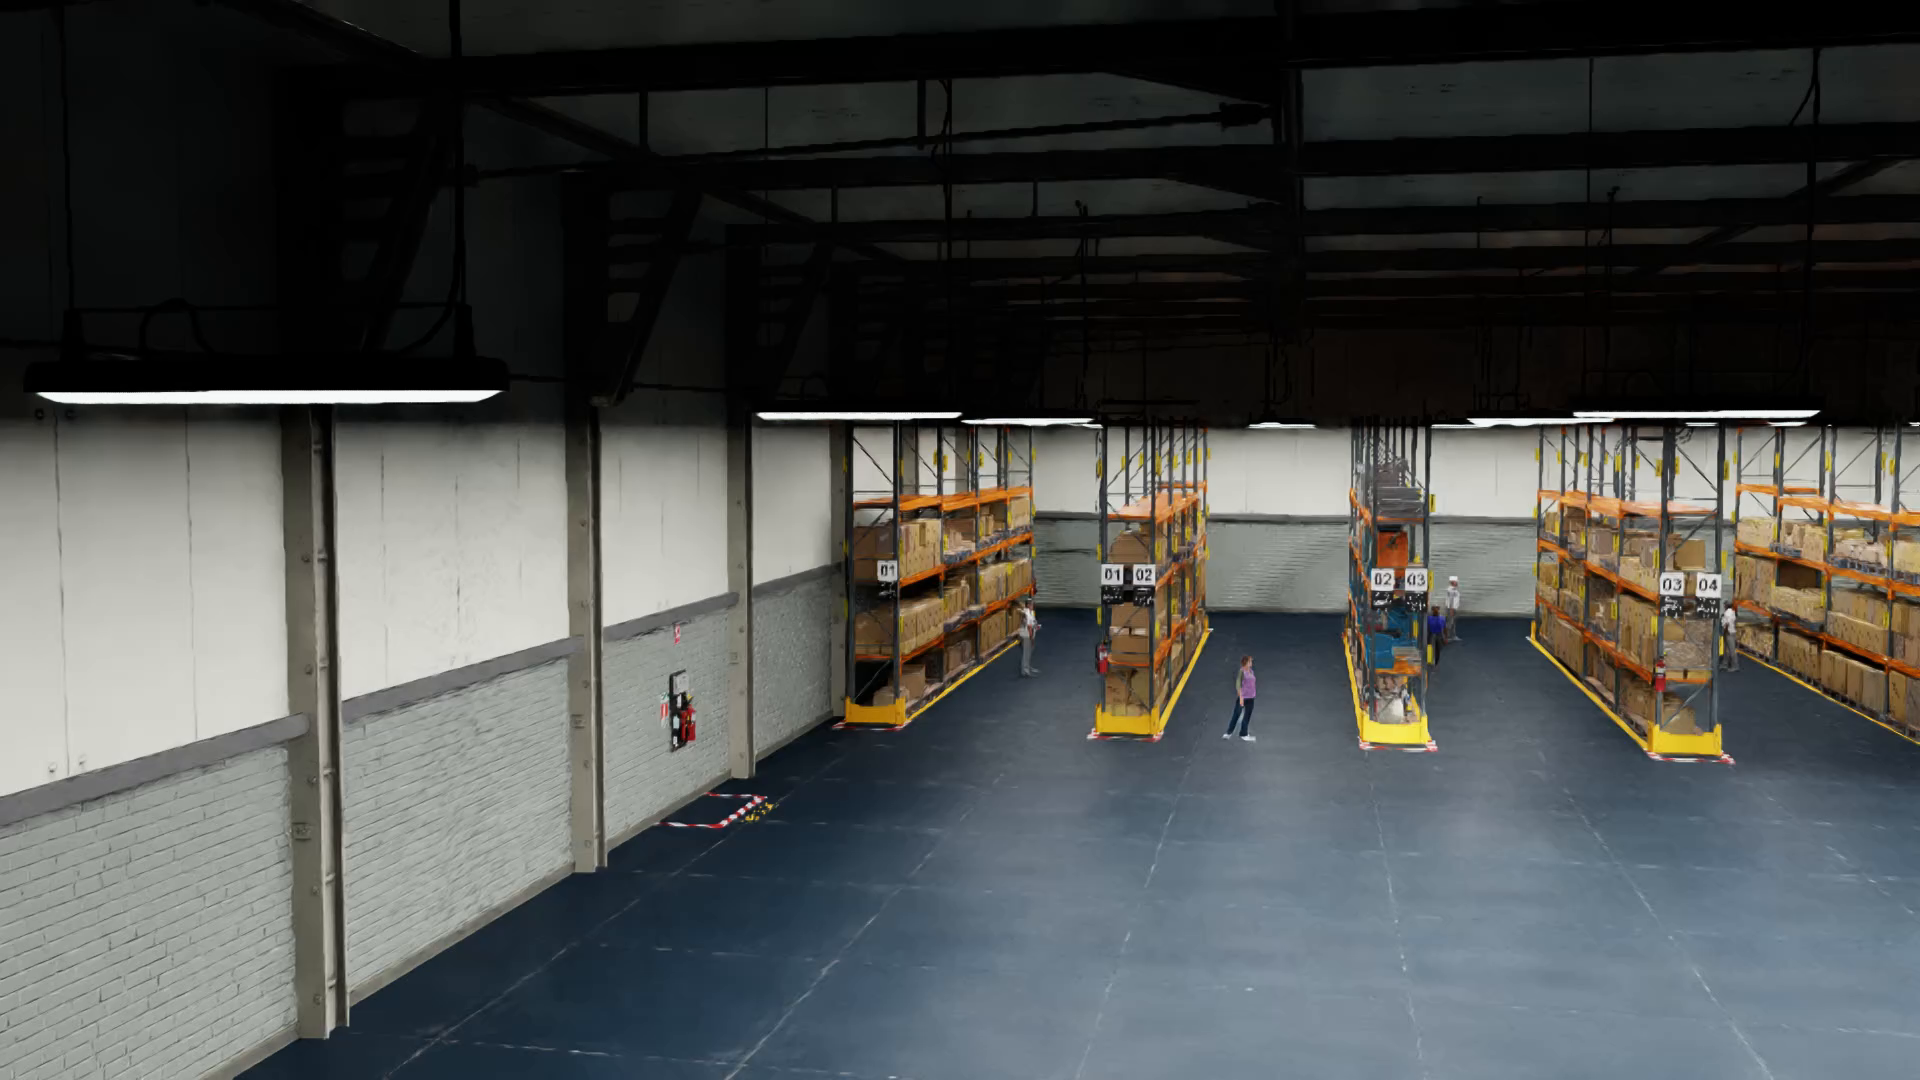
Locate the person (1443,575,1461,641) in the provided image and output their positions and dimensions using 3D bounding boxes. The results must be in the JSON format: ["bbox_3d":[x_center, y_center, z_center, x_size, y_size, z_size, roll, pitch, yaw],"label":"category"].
[{"bbox_3d":[13.304,1.839,44.912,0.478,1.771,0.615,1,4,16],"label":"person"}]

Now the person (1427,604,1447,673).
[{"bbox_3d":[11.239,2.307,39.213,0.461,1.596,0.989,1,4,10],"label":"person"}]

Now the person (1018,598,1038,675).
[{"bbox_3d":[1.627,2.245,38.812,0.492,1.767,0.626,-1,4,-13],"label":"person"}]

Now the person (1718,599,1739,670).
[{"bbox_3d":[18.271,2.243,39.579,0.563,1.660,0.594,2,4,32],"label":"person"}]

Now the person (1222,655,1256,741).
[{"bbox_3d":[5.125,2.899,30.534,0.596,1.591,0.438,-3,5,-37],"label":"person"}]
